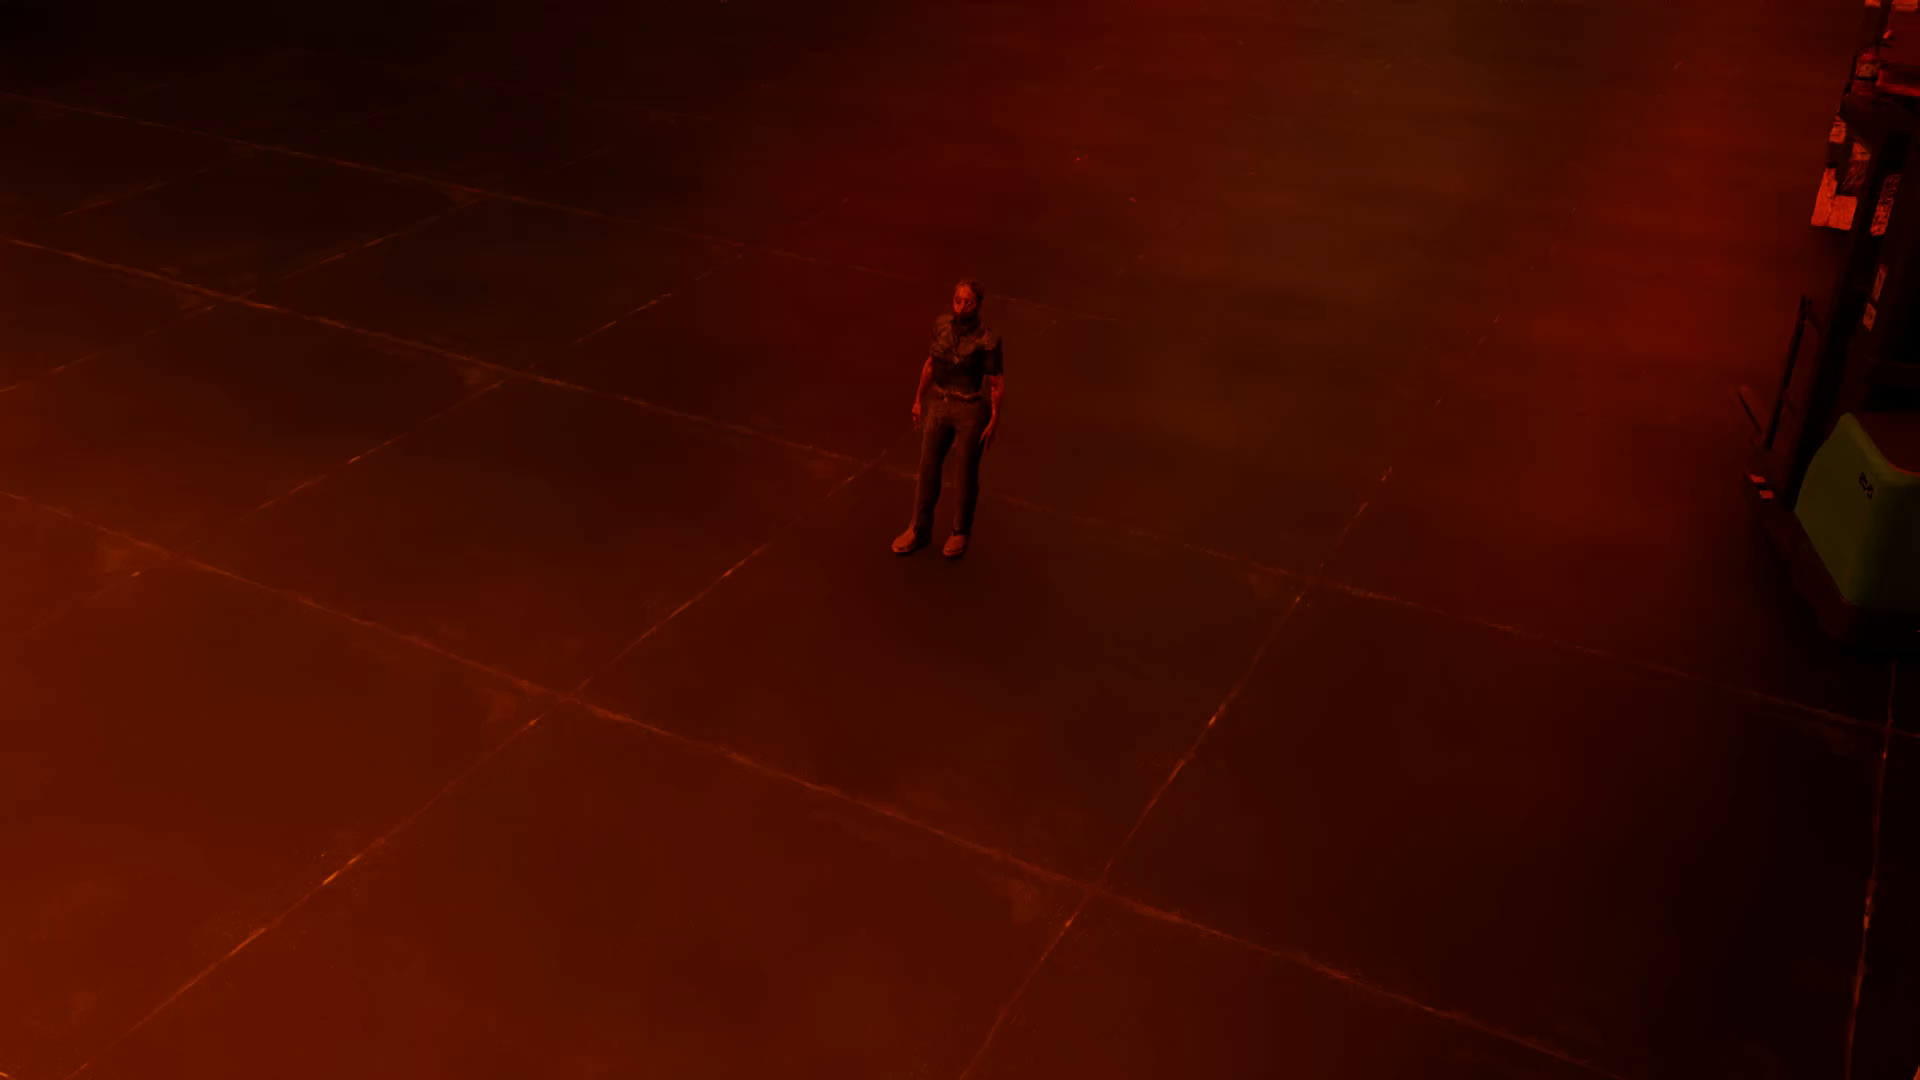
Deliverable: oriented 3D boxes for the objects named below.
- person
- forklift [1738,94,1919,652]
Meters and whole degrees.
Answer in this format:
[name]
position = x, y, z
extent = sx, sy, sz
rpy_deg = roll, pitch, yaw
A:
[person]
position = -0.059, -0.689, 9.527
extent = 0.570, 1.654, 0.503
rpy_deg = 15, 33, 25
[forklift]
position = 5.425, -1.352, 9.413
extent = 1.130, 2.935, 3.031
rpy_deg = 4, 30, 8
